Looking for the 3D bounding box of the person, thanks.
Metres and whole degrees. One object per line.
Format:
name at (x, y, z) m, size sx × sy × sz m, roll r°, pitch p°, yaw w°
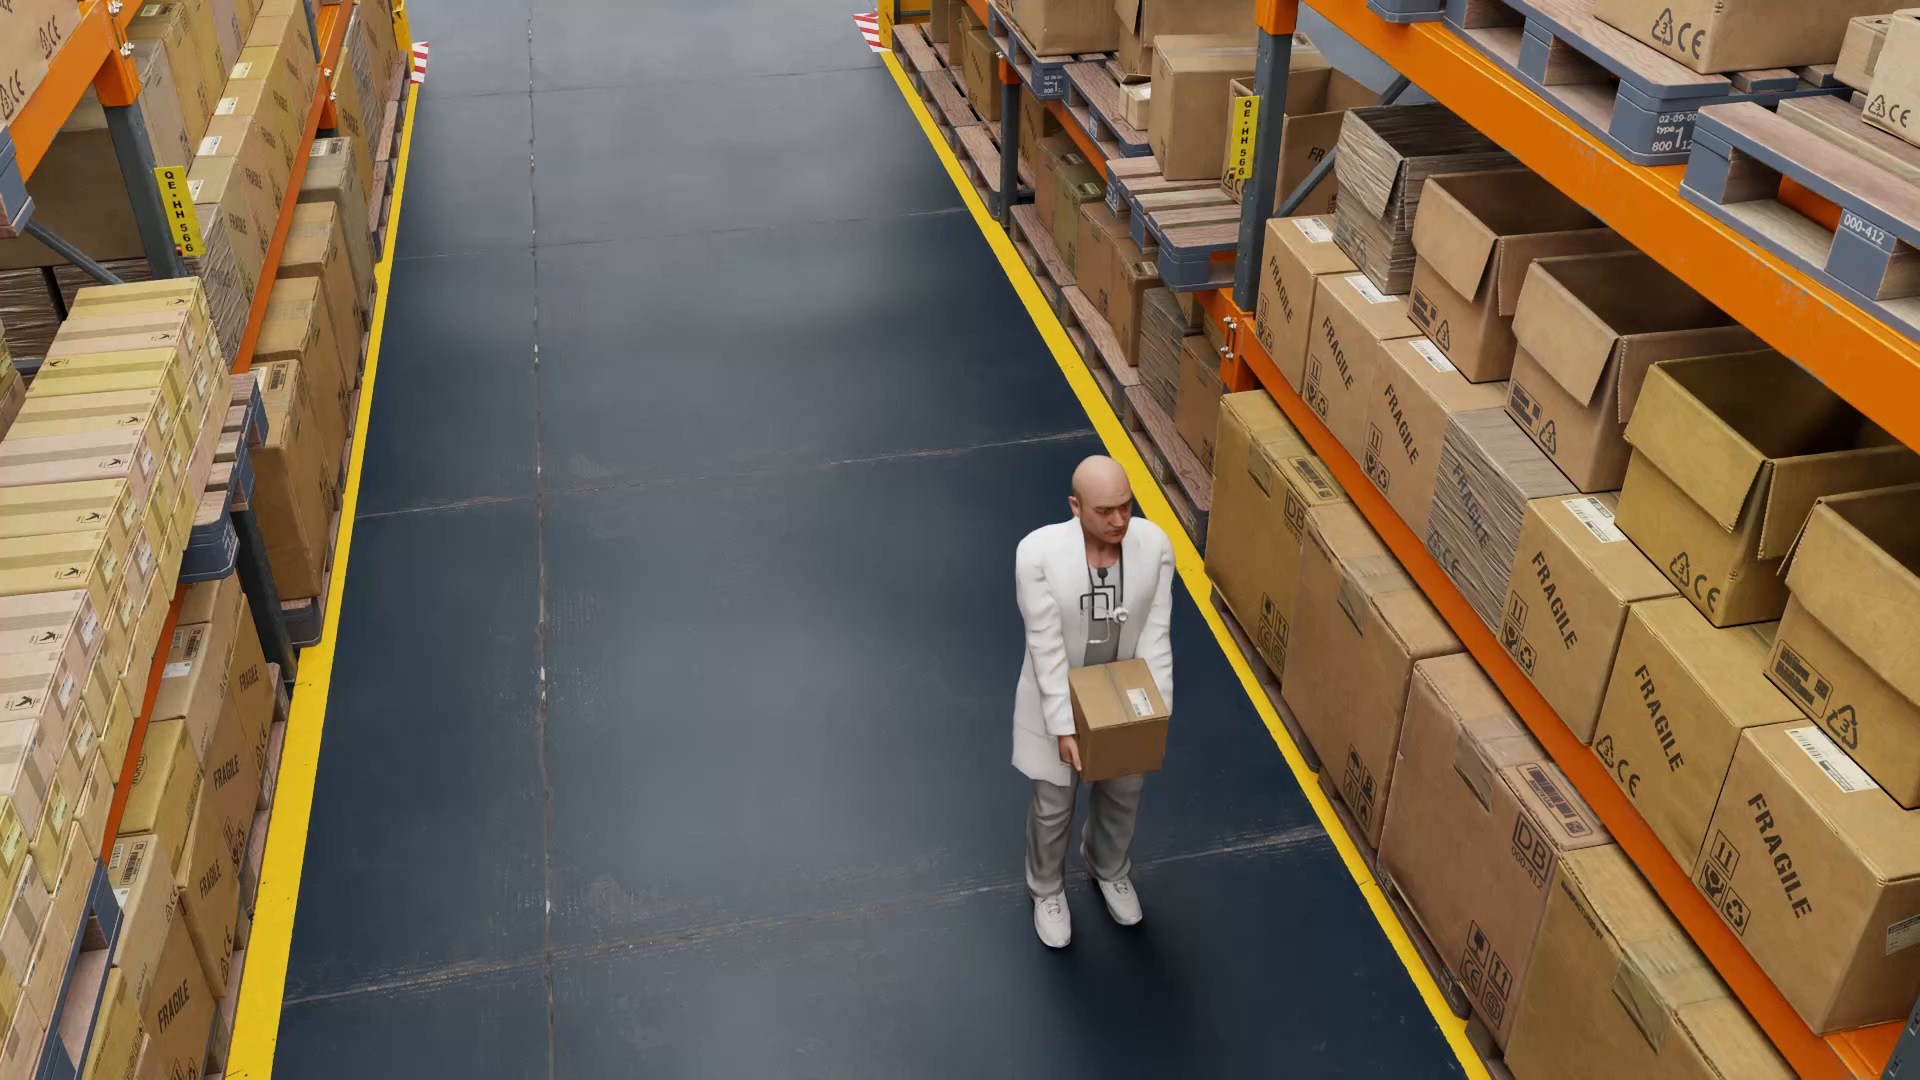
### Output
person at (0.435, 0.563, 5.322) m, size 0.524 × 1.780 × 0.555 m, roll -8°, pitch 35°, yaw -11°
